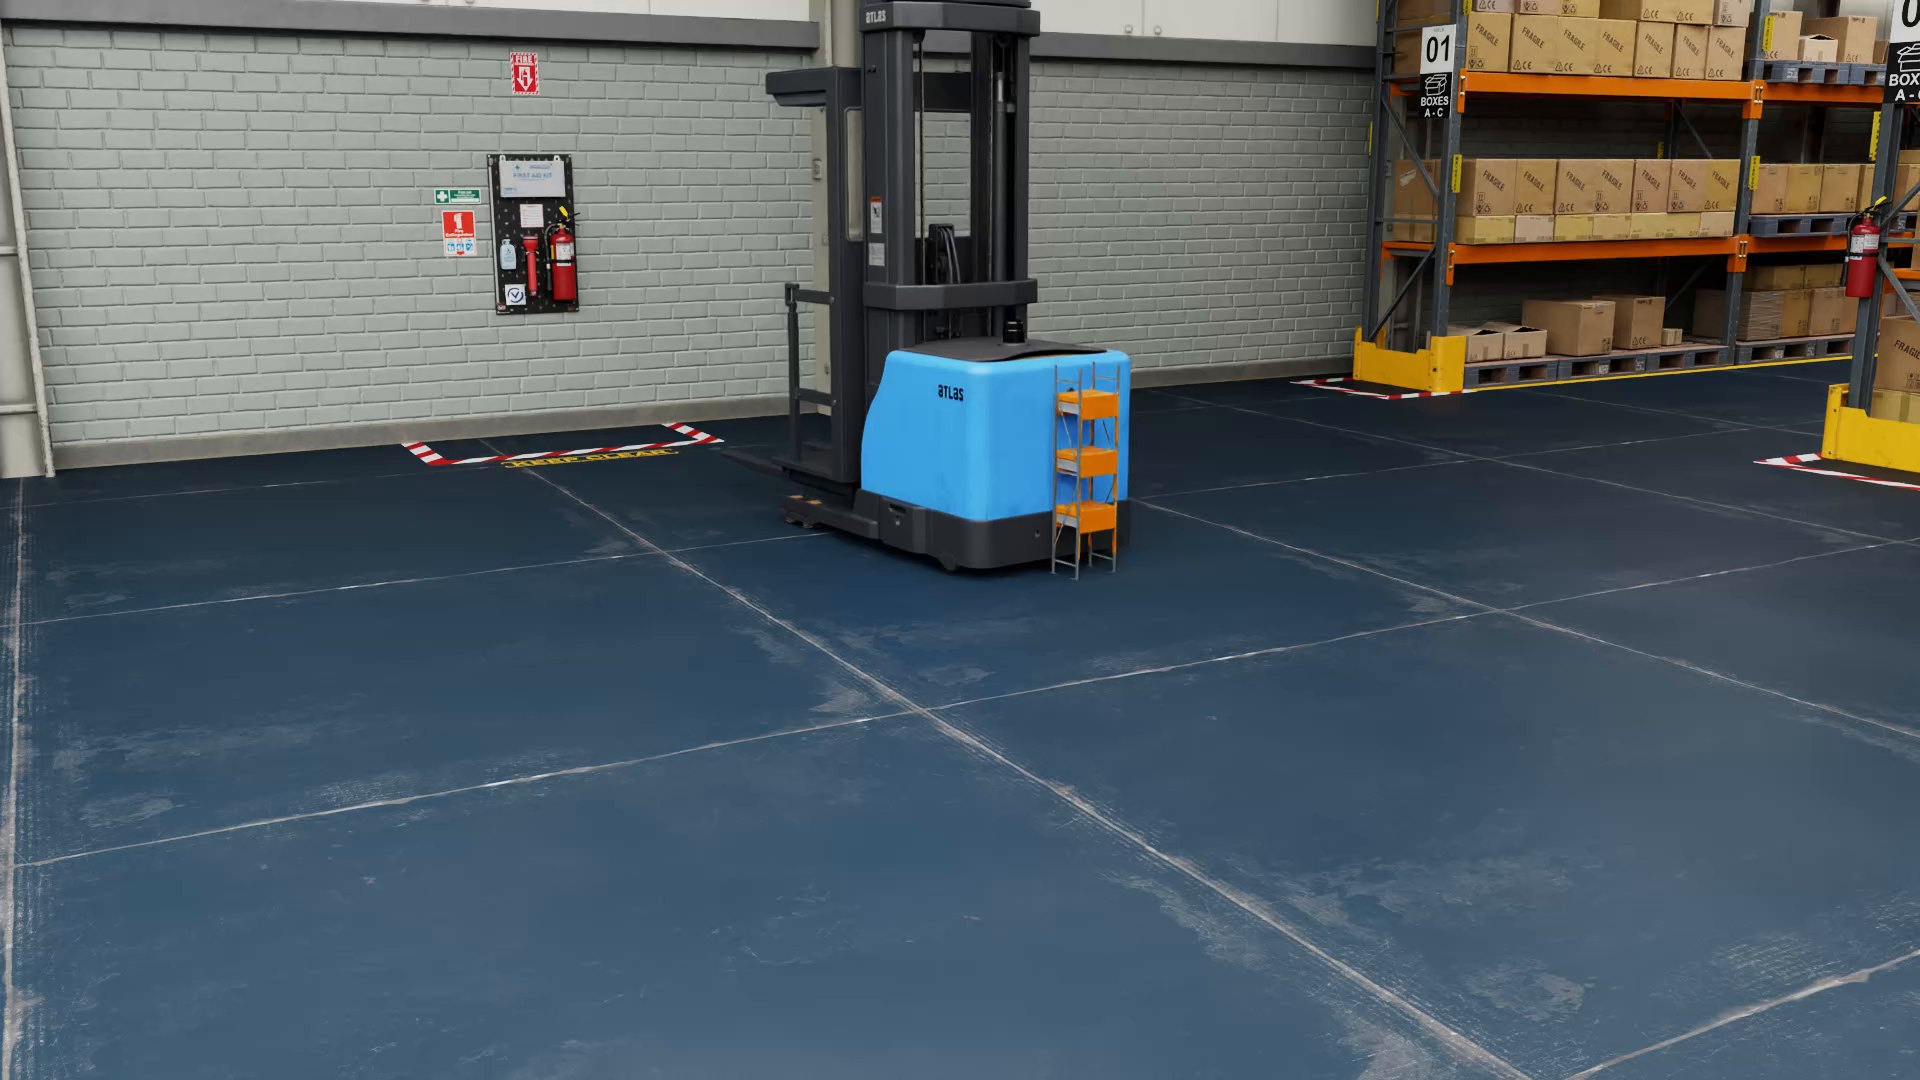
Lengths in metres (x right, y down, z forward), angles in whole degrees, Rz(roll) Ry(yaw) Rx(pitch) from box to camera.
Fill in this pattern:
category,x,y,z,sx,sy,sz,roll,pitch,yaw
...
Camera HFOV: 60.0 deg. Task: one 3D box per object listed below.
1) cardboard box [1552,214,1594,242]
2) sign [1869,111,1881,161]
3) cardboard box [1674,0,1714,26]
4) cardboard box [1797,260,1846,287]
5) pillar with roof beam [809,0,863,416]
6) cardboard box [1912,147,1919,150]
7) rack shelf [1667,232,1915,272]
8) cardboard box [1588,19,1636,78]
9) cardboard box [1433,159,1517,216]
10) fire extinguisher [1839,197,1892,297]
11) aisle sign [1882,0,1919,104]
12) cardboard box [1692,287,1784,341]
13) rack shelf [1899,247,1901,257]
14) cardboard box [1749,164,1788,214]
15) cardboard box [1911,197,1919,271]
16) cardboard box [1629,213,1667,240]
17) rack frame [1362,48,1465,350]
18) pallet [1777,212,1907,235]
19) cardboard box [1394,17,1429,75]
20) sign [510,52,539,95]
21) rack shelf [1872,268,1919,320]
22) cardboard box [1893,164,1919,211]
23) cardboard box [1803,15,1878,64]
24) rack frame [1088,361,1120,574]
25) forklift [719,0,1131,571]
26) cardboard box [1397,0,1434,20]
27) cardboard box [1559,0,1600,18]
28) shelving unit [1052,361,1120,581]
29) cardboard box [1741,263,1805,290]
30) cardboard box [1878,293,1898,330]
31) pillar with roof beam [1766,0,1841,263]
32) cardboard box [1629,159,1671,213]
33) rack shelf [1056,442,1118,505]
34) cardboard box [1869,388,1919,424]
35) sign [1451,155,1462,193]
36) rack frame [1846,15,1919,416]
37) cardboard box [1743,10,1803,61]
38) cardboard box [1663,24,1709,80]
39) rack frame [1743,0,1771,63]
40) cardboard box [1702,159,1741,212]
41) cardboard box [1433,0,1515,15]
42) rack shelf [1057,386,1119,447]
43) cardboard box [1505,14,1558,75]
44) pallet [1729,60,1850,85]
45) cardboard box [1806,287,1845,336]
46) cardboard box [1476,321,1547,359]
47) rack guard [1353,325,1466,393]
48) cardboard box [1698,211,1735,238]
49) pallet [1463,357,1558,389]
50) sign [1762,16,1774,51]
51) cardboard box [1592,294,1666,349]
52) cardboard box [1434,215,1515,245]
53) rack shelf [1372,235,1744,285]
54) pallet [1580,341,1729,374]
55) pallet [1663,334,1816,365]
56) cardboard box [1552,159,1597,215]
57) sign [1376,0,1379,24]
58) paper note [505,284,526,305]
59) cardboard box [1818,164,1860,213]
category,x,y,z,sx,sy,sz,roll,pitch,yaw
cardboard box,5.596,-2.951,15.684,0.500,0.250,0.500,-7,15,-29
sign,6.246,-2.746,11.304,0.005,0.325,0.100,-7,14,-28
cardboard box,6.839,-5.180,15.910,0.500,0.500,0.500,-6,14,-25
cardboard box,9.552,-2.928,18.271,0.500,0.250,0.500,-7,14,-28
pillar with roof beam,1.113,-4.620,9.144,0.400,9.000,9.100,-7,14,-28
cardboard box,11.413,-4.423,19.271,0.500,0.250,0.500,-6,14,-26
rack shelf,9.383,-3.194,18.110,4.000,0.370,1.077,-7,14,-28
cardboard box,5.933,-4.588,15.561,0.500,0.500,0.500,-6,14,-24
cardboard box,4.680,-3.209,15.124,0.500,0.500,0.500,-7,14,-28
fire extinguisher,6.167,-1.999,11.337,0.183,0.674,0.296,-7,14,-28
aisle sign,6.295,-3.278,10.921,0.004,0.787,0.394,-7,14,-28
cardboard box,8.266,-2.411,17.680,0.500,0.500,0.700,-6,14,-26
rack shelf,12.894,-3.615,19.979,4.000,0.370,1.077,-7,14,-28
cardboard box,8.091,-3.645,17.245,0.500,0.500,0.700,-7,14,-28
cardboard box,6.910,-2.055,11.182,0.500,0.500,0.700,-7,14,-28
cardboard box,6.482,-3.057,16.155,0.500,0.250,0.500,-7,14,-28
rack frame,4.117,-2.914,15.226,0.127,3.000,1.000,-7,14,-28
pallet,9.421,-3.446,18.026,1.213,0.211,1.003,-7,14,-28
cardboard box,4.362,-4.529,15.295,0.500,0.500,0.500,-6,14,-24
sign,-3.192,-3.420,12.194,0.199,0.298,0.001,-7,14,-28
rack shelf,8.249,-1.819,12.000,4.000,0.370,1.077,-7,14,-28
cardboard box,10.253,-3.904,18.394,0.500,0.500,0.700,-8,15,-33
cardboard box,9.228,-5.224,17.473,0.500,0.500,0.500,-7,15,-30
rack frame,0.720,-0.359,8.314,0.008,1.050,0.200,-9,16,-36
forklift,-0.378,-1.545,9.300,1.130,2.935,3.031,-9,15,-35
cardboard box,4.370,-5.020,15.199,0.500,0.500,0.500,-6,14,-25
cardboard box,5.480,-5.017,15.186,0.500,0.500,0.500,-6,14,-26
shelving unit,0.622,-0.343,8.243,0.252,1.050,0.215,-9,16,-36
cardboard box,8.651,-2.823,17.807,0.500,0.250,0.500,-7,15,-29
cardboard box,10.024,-2.633,18.669,0.500,0.500,0.700,-7,14,-28
pillar with roof beam,11.646,-5.883,14.753,0.400,9.000,9.100,-7,14,-28
cardboard box,6.478,-3.423,16.077,0.500,0.500,0.500,-7,15,-29
rack shelf,0.622,-0.333,8.245,0.240,0.259,0.215,-9,16,-36
cardboard box,6.823,-0.937,11.745,0.500,0.250,0.500,-7,14,-28
sign,4.377,-3.232,14.666,0.005,0.325,0.100,-7,14,-28
rack frame,6.494,-1.960,10.986,0.127,3.000,1.000,-7,14,-28
cardboard box,8.146,-5.094,16.896,0.500,0.500,0.500,-5,13,-20
cardboard box,6.853,-4.705,16.080,0.500,0.500,0.500,-8,15,-33
rack frame,7.628,-6.262,16.437,0.127,3.000,1.000,-7,14,-28
cardboard box,7.361,-3.528,16.542,0.500,0.500,0.500,-7,14,-28
cardboard box,4.571,-4.918,14.746,0.500,0.500,0.500,-8,15,-32
rack shelf,0.622,-0.610,8.183,0.240,0.259,0.215,-9,16,-36
cardboard box,5.019,-4.473,15.046,0.500,0.500,0.500,-6,14,-24
pallet,8.221,-4.751,16.984,1.003,0.211,1.213,-7,14,-28
cardboard box,9.163,-2.521,18.169,0.500,0.500,0.700,-7,14,-27
cardboard box,5.268,-1.932,15.986,0.500,0.311,0.500,-6,14,-23
rack guard,4.184,-1.703,15.536,0.348,0.500,1.175,-7,14,-28
cardboard box,7.357,-3.163,16.629,0.500,0.250,0.500,-7,14,-28
pallet,4.914,-1.640,15.917,1.213,0.211,1.003,-7,14,-28
sign,7.894,-4.947,16.249,0.005,0.325,0.100,-7,14,-28
cardboard box,6.736,-2.213,16.802,0.500,0.500,0.500,-8,15,-32
cardboard box,4.697,-2.841,15.196,0.500,0.250,0.500,-7,15,-29
rack shelf,5.872,-2.774,16.240,4.000,0.370,1.077,-7,14,-28
pallet,7.055,-1.897,17.058,1.213,0.211,1.003,-7,14,-28
pallet,8.310,-2.057,17.767,1.213,0.211,1.003,-7,14,-28
cardboard box,5.575,-3.312,15.582,0.500,0.500,0.500,-7,15,-30
sign,3.868,-4.919,15.284,0.005,0.325,0.100,-7,14,-28
paper note,-3.325,-1.836,12.440,0.142,0.148,0.016,-7,14,-28
cardboard box,9.148,-3.778,17.835,0.500,0.500,0.700,-5,14,-20
